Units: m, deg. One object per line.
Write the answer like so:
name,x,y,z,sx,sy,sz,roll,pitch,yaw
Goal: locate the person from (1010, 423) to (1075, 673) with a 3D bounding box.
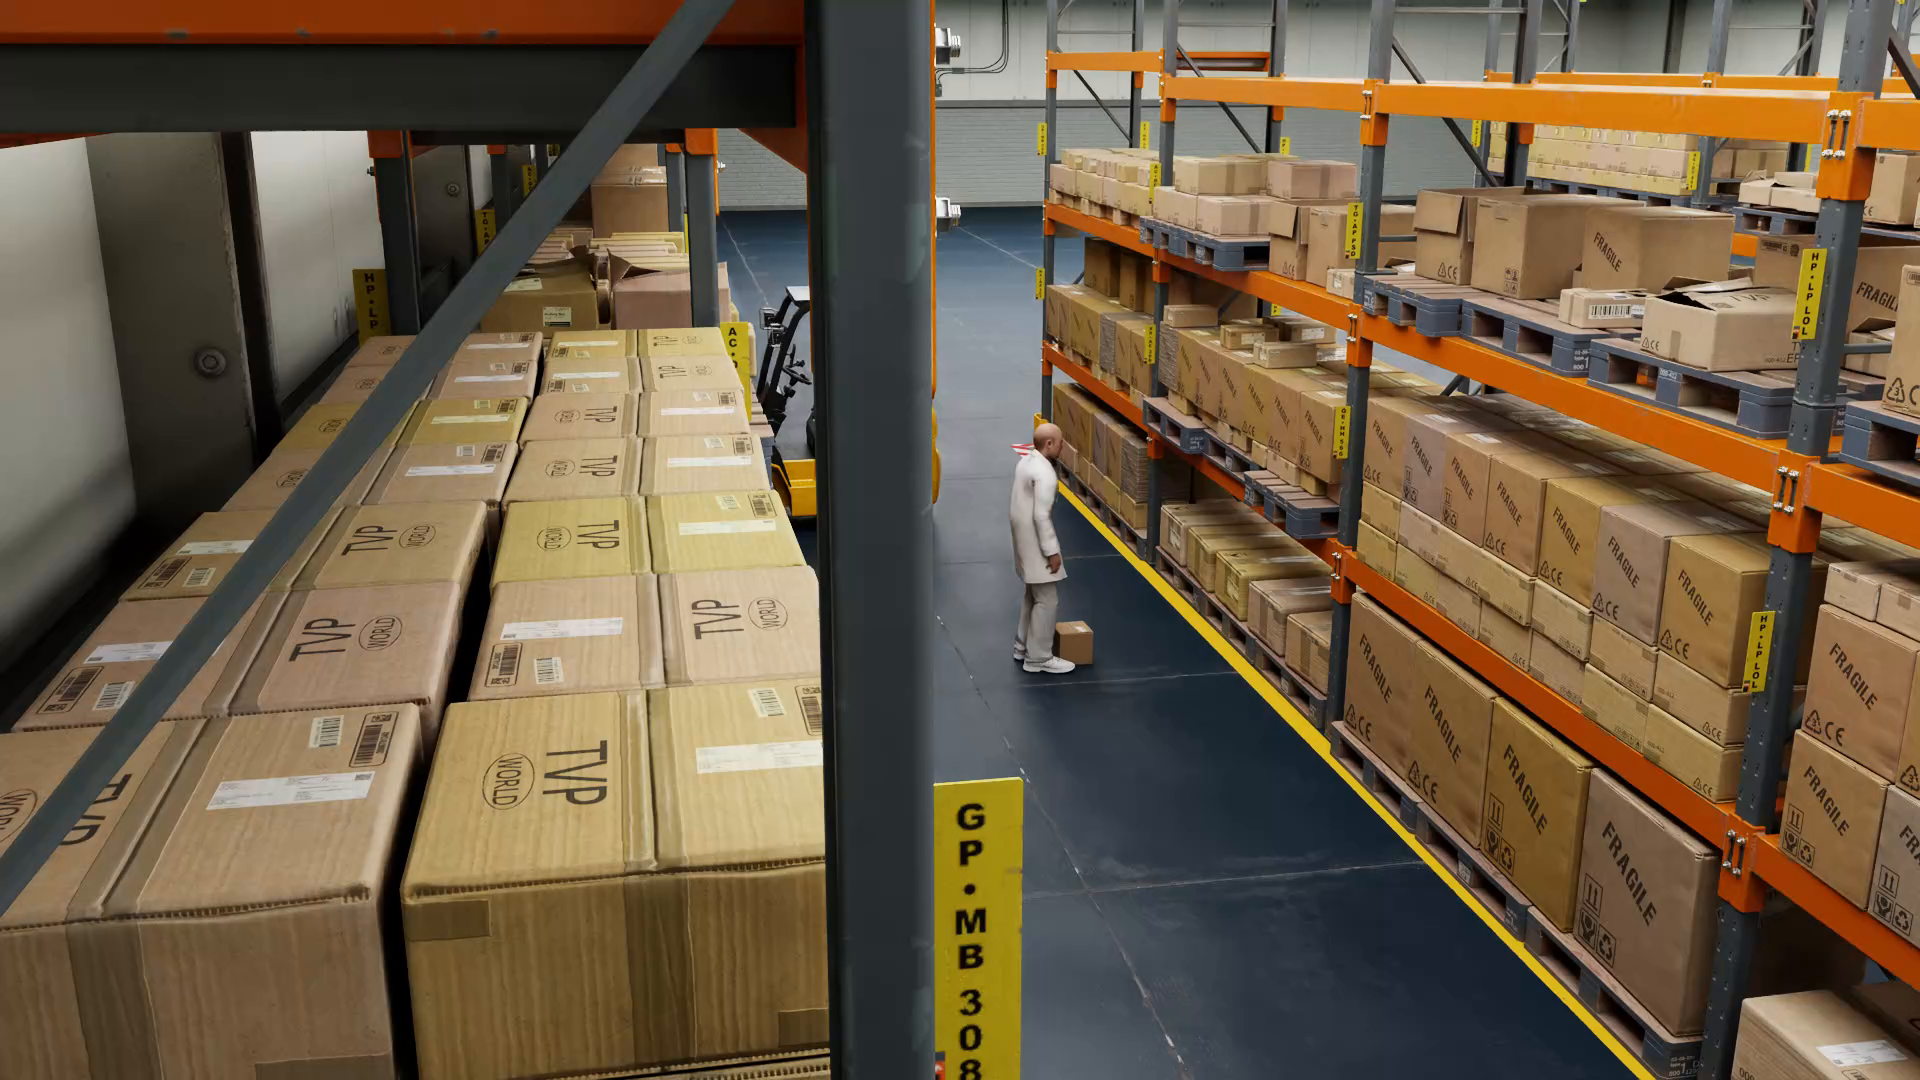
person,0.577,0.040,11.923,0.416,1.774,0.643,-3,16,-11
